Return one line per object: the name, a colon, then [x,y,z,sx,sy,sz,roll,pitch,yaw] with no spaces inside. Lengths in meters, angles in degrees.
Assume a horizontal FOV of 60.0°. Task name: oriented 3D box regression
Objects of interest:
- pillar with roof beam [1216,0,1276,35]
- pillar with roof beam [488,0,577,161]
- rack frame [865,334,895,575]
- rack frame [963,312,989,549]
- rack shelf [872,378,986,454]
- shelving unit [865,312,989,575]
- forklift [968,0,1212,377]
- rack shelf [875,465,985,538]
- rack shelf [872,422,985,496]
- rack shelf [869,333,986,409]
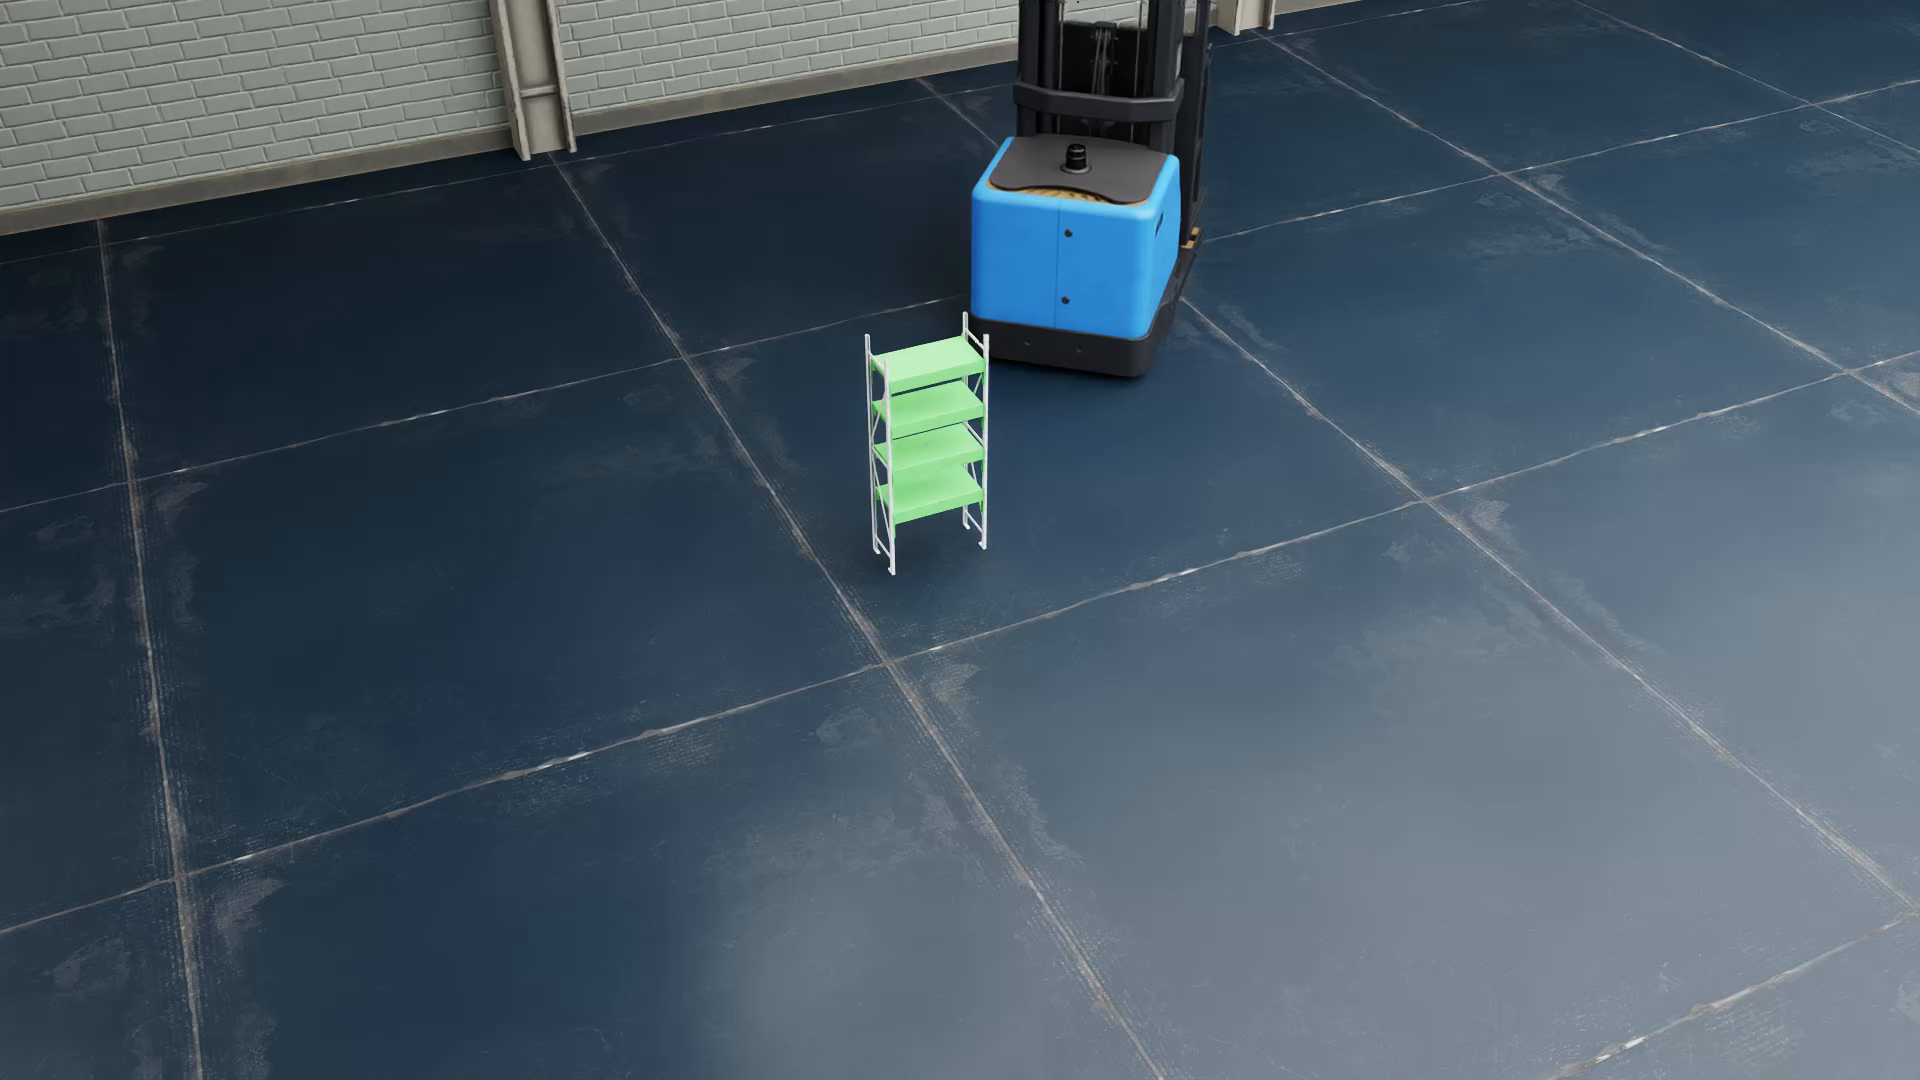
pillar with roof beam: [4.243,-5.660,8.327,0.400,9.000,9.100,-16,39,-20]
pillar with roof beam: [-1.188,-4.141,6.280,0.400,9.000,9.100,-16,39,-20]
rack frame: [-0.371,-0.378,7.753,0.015,1.200,0.240,-16,39,-20]
rack frame: [0.071,-0.502,7.919,0.015,1.200,0.240,-16,39,-20]
rack shelf: [-0.150,-0.581,7.731,0.480,0.148,0.258,-16,39,-20]
shelving unit: [-0.150,-0.440,7.836,0.503,1.200,0.258,-16,39,-20]
forklift: [0.943,-2.976,9.802,1.130,2.935,3.031,10,38,13]
rack shelf: [-0.150,-0.196,8.017,0.480,0.148,0.258,-16,39,-20]
rack shelf: [-0.150,-0.389,7.874,0.480,0.148,0.258,-16,39,-20]
rack shelf: [-0.150,-0.774,7.588,0.480,0.148,0.258,-16,39,-20]
